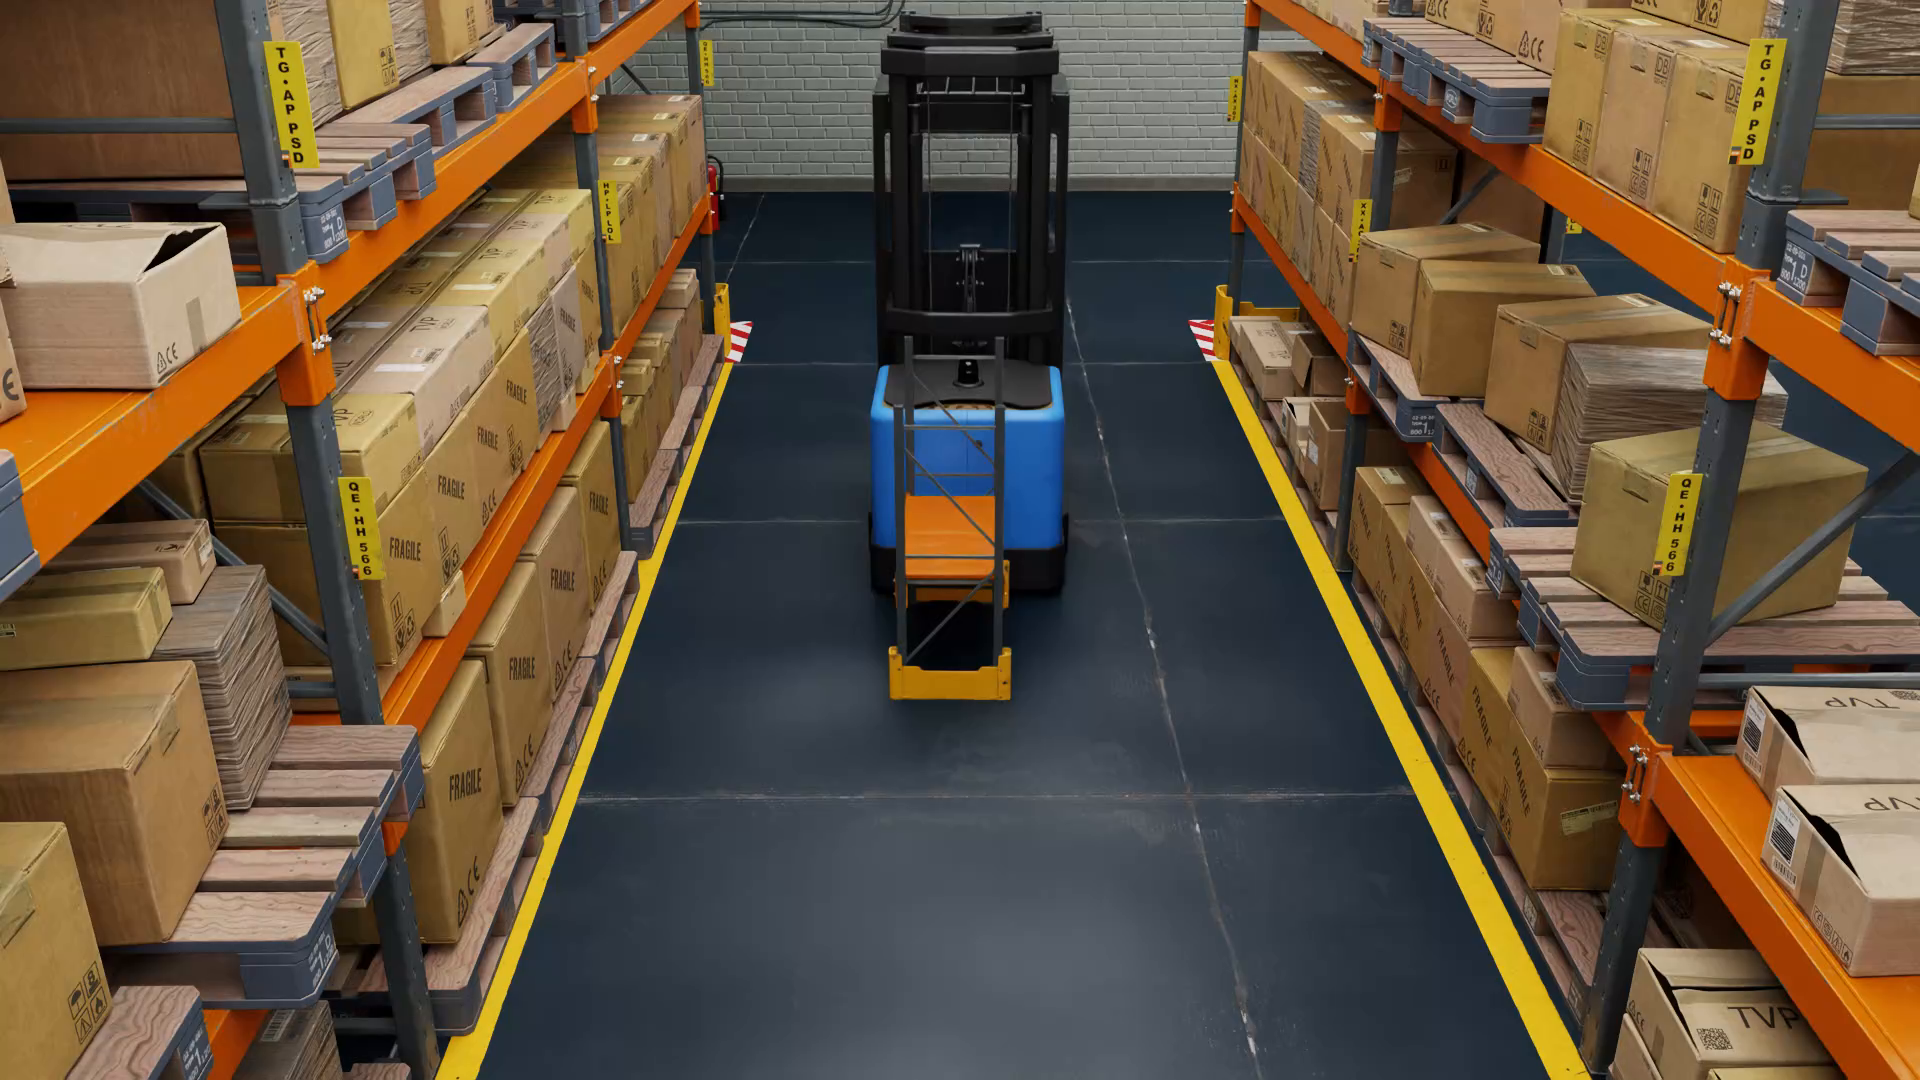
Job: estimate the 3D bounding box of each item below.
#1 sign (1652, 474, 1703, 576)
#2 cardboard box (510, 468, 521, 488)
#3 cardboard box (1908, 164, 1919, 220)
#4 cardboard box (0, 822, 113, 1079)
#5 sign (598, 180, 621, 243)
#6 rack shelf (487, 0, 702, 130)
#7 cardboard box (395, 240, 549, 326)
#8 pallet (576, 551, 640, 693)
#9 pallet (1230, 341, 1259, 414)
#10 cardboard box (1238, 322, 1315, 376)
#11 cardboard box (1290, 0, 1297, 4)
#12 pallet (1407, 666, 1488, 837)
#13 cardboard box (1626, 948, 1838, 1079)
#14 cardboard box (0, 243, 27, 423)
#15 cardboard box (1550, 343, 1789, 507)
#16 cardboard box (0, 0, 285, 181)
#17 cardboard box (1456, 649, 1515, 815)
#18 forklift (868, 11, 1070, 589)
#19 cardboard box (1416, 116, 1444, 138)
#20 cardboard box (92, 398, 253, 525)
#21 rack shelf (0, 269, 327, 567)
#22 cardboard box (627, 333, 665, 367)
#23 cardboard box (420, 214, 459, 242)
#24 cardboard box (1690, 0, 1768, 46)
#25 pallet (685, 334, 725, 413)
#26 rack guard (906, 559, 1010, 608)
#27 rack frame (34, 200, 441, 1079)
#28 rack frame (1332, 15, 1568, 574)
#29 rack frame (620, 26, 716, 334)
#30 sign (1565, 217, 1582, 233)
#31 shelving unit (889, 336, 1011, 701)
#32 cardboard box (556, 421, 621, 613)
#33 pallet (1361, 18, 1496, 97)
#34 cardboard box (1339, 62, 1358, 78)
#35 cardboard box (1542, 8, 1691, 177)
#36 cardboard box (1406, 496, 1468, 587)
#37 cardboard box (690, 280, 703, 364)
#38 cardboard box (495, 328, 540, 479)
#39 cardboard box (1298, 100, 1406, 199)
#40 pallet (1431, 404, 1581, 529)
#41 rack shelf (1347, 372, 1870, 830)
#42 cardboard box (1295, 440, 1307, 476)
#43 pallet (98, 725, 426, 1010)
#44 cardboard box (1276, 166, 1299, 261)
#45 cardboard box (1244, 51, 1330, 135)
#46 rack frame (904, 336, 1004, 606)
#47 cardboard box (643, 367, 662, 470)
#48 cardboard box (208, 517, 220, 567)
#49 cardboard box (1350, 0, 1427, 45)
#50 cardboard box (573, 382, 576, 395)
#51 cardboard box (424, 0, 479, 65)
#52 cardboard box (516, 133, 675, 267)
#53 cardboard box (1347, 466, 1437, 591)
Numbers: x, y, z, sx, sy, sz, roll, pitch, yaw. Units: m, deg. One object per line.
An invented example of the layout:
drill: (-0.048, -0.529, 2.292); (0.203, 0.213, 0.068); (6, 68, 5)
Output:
sign: (2.114, -0.043, 4.895); (0.100, 0.325, 0.005); (0, 24, -1)
cardboard box: (-2.092, -0.305, 7.066); (0.380, 0.149, 0.250); (0, 24, 1)
cardboard box: (2.718, -0.860, 4.045); (0.500, 0.250, 0.500); (-2, 24, -4)
cardboard box: (-2.246, 0.927, 3.405); (0.700, 0.500, 0.500); (0, 24, -1)
sign: (-1.798, -1.680, 8.515); (0.100, 0.325, 0.005); (0, 24, -1)
rack shelf: (-2.362, -3.045, 10.076); (1.077, 0.370, 4.000); (0, 24, -1)
cardboard box: (-2.078, -1.102, 7.129); (0.500, 0.250, 0.500); (0, 24, 0)
pallet: (-2.257, 0.406, 8.596); (1.003, 0.211, 1.213); (0, 24, -1)
pallet: (2.580, -1.223, 12.199); (1.003, 0.211, 1.213); (0, 24, -1)
cardboard box: (2.297, -1.370, 11.942); (0.500, 0.250, 0.500); (0, 24, -1)
cardboard box: (2.320, -3.527, 10.451); (0.500, 0.250, 0.500); (0, 24, -1)
pallet: (2.676, 0.904, 7.496); (1.003, 0.211, 1.213); (0, 24, -1)
cardboard box: (2.369, 1.466, 5.016); (0.500, 0.311, 0.500); (1, 24, 1)
cardboard box: (-2.375, -0.422, 3.253); (0.797, 0.503, 0.637); (3, 25, 7)
cardboard box: (2.718, -0.431, 6.432); (0.700, 0.500, 0.500); (4, 25, 9)
cardboard box: (-2.359, -1.342, 4.782); (0.700, 0.500, 0.500); (-2, 24, -5)
cardboard box: (2.406, 0.783, 6.877); (0.500, 0.500, 0.500); (-1, 24, -2)
forklift: (0.065, -1.629, 9.796); (1.130, 2.935, 3.031); (0, 24, 1)
cardboard box: (2.883, -2.115, 9.451); (0.500, 0.500, 0.500); (-1, 24, -2)
cardboard box: (-2.561, -0.251, 5.249); (0.500, 0.250, 0.500); (0, 24, 1)
rack shelf: (-2.275, 0.252, 2.787); (1.077, 0.370, 4.000); (0, 24, -1)
cardboard box: (-2.073, -1.196, 10.490); (0.380, 0.149, 0.250); (-1, 24, -2)
cardboard box: (-2.584, -1.308, 7.584); (0.500, 0.250, 0.500); (0, 24, 0)
cardboard box: (2.652, -1.815, 5.149); (0.500, 0.500, 0.500); (0, 24, -1)
pallet: (-2.297, -1.230, 12.215); (1.003, 0.211, 1.213); (0, 24, -1)
rack guard: (-0.030, 0.234, 8.929); (0.587, 0.250, 0.087); (0, 24, 1)
rack frame: (-2.297, 0.466, 5.079); (1.000, 3.000, 0.127); (0, 24, -1)
rack frame: (2.613, -1.206, 8.776); (1.000, 3.000, 0.127); (0, 24, -1)
rack frame: (-2.384, -2.830, 12.368); (1.000, 3.000, 0.127); (0, 24, -1)
sign: (3.168, -1.737, 8.546); (0.100, 0.325, 0.005); (0, 24, -1)
shelving unit: (-0.039, -0.130, 8.218); (0.587, 1.500, 1.083); (0, 24, 1)
cardboard box: (-2.203, -0.127, 8.489); (0.750, 0.750, 0.750); (0, 24, 0)
pallet: (2.550, -2.218, 7.602); (1.213, 0.211, 1.003); (0, 24, -1)
cardboard box: (2.855, -2.965, 11.331); (0.500, 0.500, 0.500); (0, 24, 1)
cardboard box: (2.607, -1.574, 5.828); (0.910, 0.500, 0.500); (0, 24, -1)
cardboard box: (2.385, 0.004, 7.692); (0.500, 0.250, 0.500); (0, 24, 0)
cardboard box: (-2.277, -1.595, 12.159); (0.700, 0.500, 0.500); (0, 24, -1)
cardboard box: (-2.060, -0.560, 6.842); (0.500, 0.500, 0.500); (0, 24, 1)
cardboard box: (2.335, -2.333, 9.933); (0.500, 0.500, 0.500); (0, 24, 0)
pallet: (2.631, -0.271, 6.943); (1.003, 0.211, 1.213); (0, 24, -1)
rack shelf: (2.635, -0.054, 7.102); (1.077, 0.370, 4.000); (0, 24, -1)
cardboard box: (2.259, -0.495, 10.130); (0.380, 0.149, 0.250); (0, 24, -1)
pallet: (-2.183, 0.847, 4.470); (1.213, 0.211, 1.003); (0, 24, -1)
cardboard box: (2.328, -2.090, 10.610); (0.500, 0.500, 0.500); (0, 24, 0)
cardboard box: (2.310, -3.171, 11.787); (0.500, 0.500, 0.500); (0, 24, 1)
rack frame: (-0.030, -0.336, 8.673); (0.500, 1.500, 0.032); (0, 24, 1)
cardboard box: (-2.248, -0.750, 10.292); (0.700, 0.500, 0.500); (0, 24, -1)
cardboard box: (-2.566, 0.083, 5.421); (0.500, 0.500, 0.500); (0, 24, 0)
cardboard box: (2.342, -2.703, 8.629); (0.500, 0.250, 0.500); (0, 24, -1)
cardboard box: (-2.070, -0.728, 8.000); (0.380, 0.149, 0.250); (0, 24, 1)
cardboard box: (-2.370, -2.202, 6.684); (0.700, 0.500, 0.500); (-1, 24, -2)
cardboard box: (-2.350, -2.143, 10.484); (0.980, 0.700, 0.700); (-1, 24, -3)
cardboard box: (2.374, -0.067, 8.757); (0.500, 0.500, 0.500); (-1, 24, -3)
